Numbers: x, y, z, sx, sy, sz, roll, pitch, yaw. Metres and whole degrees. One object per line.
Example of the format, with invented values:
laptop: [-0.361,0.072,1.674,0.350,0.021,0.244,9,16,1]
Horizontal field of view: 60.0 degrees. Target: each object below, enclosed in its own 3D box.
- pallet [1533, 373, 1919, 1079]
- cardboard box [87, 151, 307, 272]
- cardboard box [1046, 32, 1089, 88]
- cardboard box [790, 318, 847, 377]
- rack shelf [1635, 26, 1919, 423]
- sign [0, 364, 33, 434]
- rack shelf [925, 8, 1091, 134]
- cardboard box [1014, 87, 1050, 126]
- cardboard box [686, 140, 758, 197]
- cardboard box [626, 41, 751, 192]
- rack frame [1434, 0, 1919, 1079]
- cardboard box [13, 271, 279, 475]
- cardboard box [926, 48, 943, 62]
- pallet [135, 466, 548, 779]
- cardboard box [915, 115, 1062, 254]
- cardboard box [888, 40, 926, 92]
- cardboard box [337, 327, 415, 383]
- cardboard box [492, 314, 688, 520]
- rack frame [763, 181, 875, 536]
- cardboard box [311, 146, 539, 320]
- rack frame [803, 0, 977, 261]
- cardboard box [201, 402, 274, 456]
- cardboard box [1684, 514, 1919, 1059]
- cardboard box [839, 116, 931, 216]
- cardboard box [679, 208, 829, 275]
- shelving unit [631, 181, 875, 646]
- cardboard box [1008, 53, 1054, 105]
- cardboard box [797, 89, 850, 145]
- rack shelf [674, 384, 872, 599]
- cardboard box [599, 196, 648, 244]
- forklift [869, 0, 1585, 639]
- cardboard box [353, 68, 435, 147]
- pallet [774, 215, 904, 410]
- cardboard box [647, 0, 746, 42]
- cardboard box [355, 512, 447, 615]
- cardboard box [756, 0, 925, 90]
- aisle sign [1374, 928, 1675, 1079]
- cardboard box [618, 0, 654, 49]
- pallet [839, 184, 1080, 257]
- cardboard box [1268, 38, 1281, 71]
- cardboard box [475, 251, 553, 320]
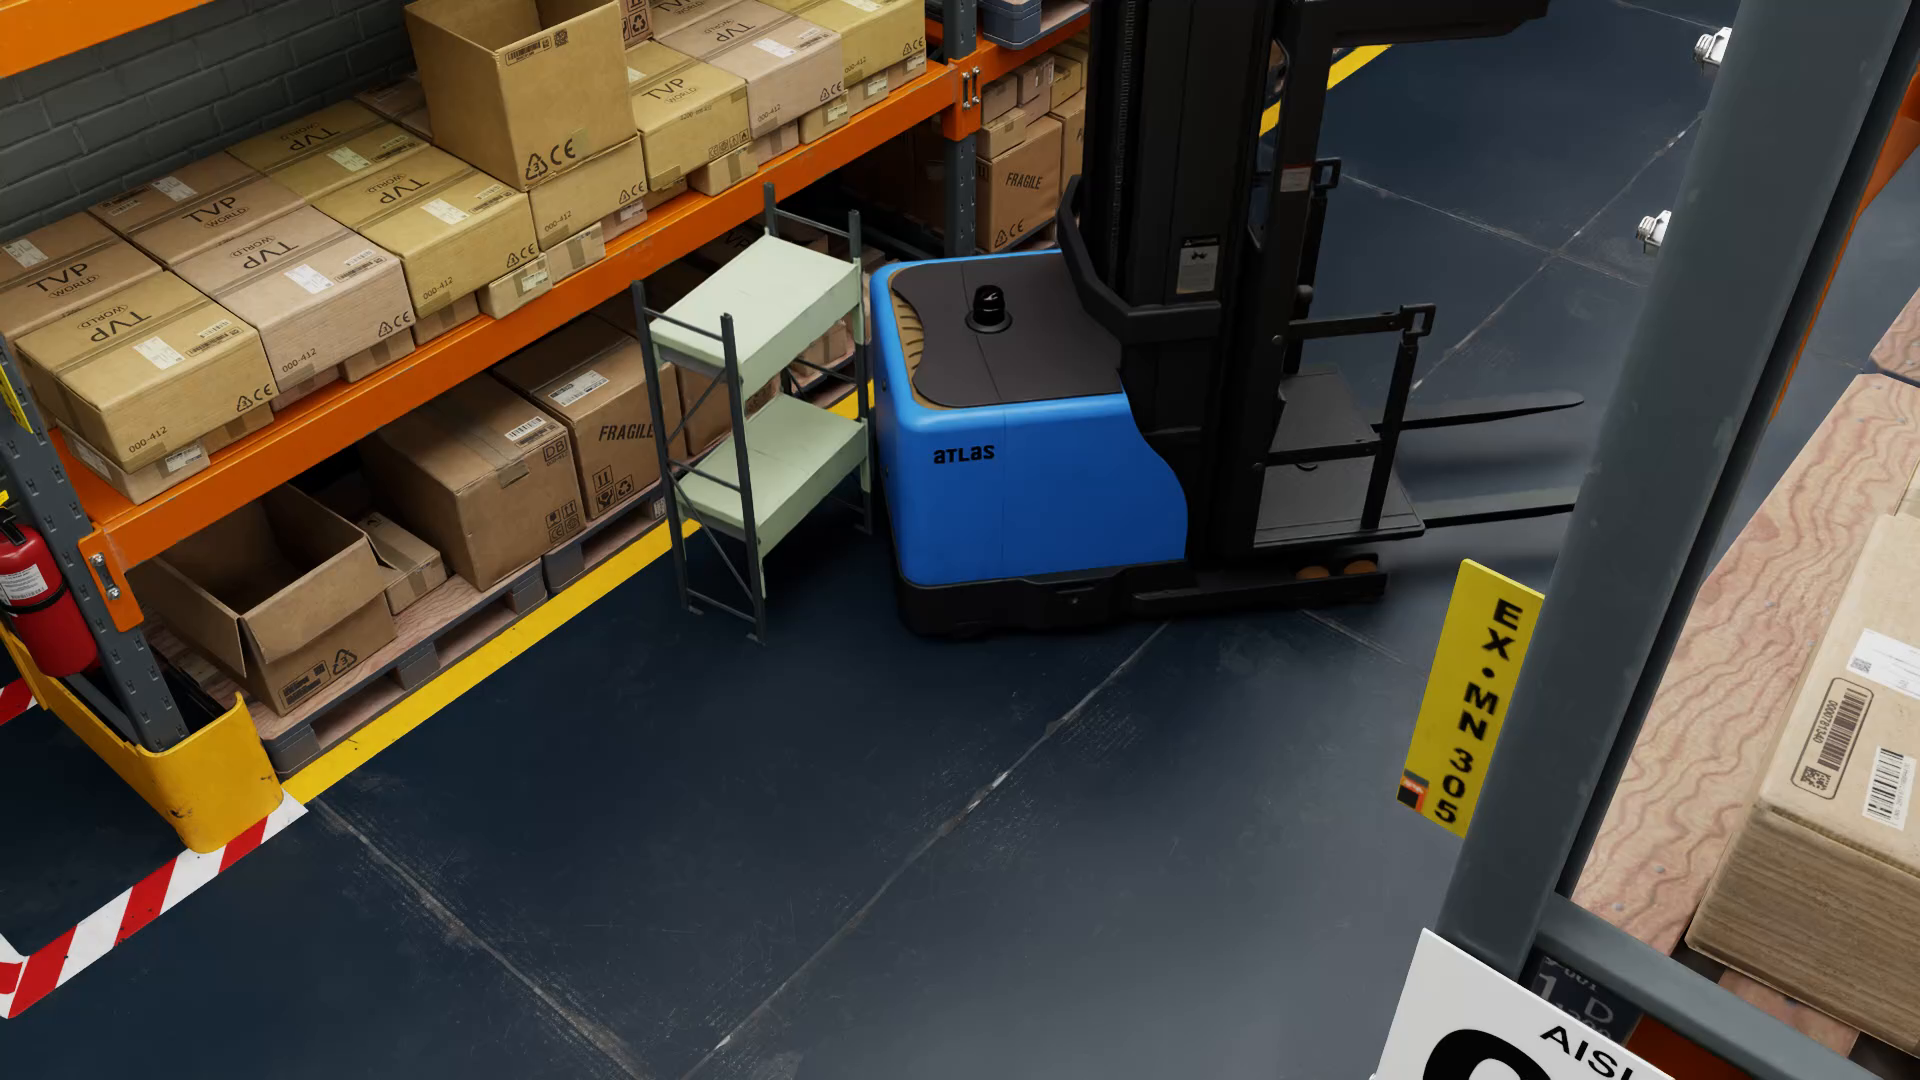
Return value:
pallet: [1.347,0.344,1.978,1.003,0.211,1.213,29,50,28]
cardboard box: [-2.498,-1.010,5.522,0.500,0.250,0.500,30,50,29]
cardboard box: [0.527,-2.399,8.223,0.380,0.149,0.250,29,50,28]
cardboard box: [-0.713,-0.945,7.279,0.396,0.266,0.258,31,51,30]
rack shelf: [2.165,-1.027,2.023,1.077,0.370,4.000,29,50,28]
sign: [-2.508,-0.425,4.344,0.100,0.325,0.005,29,50,28]
rack shelf: [0.938,-3.162,8.533,1.077,0.370,4.000,29,50,28]
cardboard box: [0.204,-2.115,7.910,0.380,0.149,0.250,28,49,27]
cardboard box: [-0.993,-1.478,6.332,0.380,0.149,0.250,29,50,28]
cardboard box: [-1.133,-1.570,6.137,0.500,0.250,0.500,29,50,28]
rack frame: [0.878,-0.412,0.514,1.000,3.000,0.127,29,50,28]
cardboard box: [-2.425,-0.511,4.972,0.500,0.250,0.500,30,50,29]
cardboard box: [-0.168,-2.322,8.137,0.380,0.149,0.250,30,50,28]
pallet: [-2.362,0.243,6.327,1.003,0.211,1.213,29,50,28]
cardboard box: [0.134,-1.781,8.025,0.500,0.500,0.500,32,51,30]
cardboard box: [-0.361,-2.032,6.942,0.380,0.149,0.250,30,50,29]
cardboard box: [-2.022,-0.702,5.479,0.380,0.149,0.250,31,51,30]
cardboard box: [-1.461,-0.496,6.612,0.500,0.500,0.500,30,50,29]
rack frame: [-0.525,-0.648,6.348,0.400,1.500,0.023,22,47,23]
cardboard box: [-1.777,-1.033,5.547,0.500,0.250,0.500,29,49,28]
rack frame: [-0.349,-2.399,7.159,1.000,3.000,0.127,29,50,28]
cardboard box: [-2.374,-0.448,5.199,0.380,0.149,0.250,31,51,29]
cardboard box: [1.099,0.291,1.696,0.500,0.250,0.500,25,48,25]
cardboard box: [-0.260,-2.010,8.277,0.500,0.500,0.500,29,50,28]
cardboard box: [-0.955,-1.322,7.660,0.500,0.311,0.500,31,51,30]
shelving unit: [-0.714,-0.437,6.116,0.431,1.500,0.755,22,47,23]
cardboard box: [0.216,-2.203,7.786,0.380,0.149,0.250,27,49,27]
cardboard box: [-0.661,-1.745,6.626,0.380,0.149,0.250,31,51,29]
rack shelf: [-0.714,-0.196,6.336,0.431,0.370,0.720,22,47,23]
cardboard box: [-1.368,-1.246,6.077,0.380,0.149,0.250,29,50,28]
forklift: [1.206,-1.171,5.859,3.031,2.935,1.130,-6,43,-7]
cardboard box: [-1.839,-1.533,6.096,0.500,0.250,0.500,29,50,28]
pallet: [-0.792,-1.014,7.708,1.003,0.211,1.213,29,50,28]
cardboard box: [-1.192,-2.054,6.670,0.500,0.250,0.500,29,50,28]
cardboard box: [-2.154,0.084,6.234,0.380,0.149,0.250,28,49,27]
cardboard box: [-0.490,-2.086,6.704,0.500,0.250,0.500,31,51,29]
aisle sign: [0.594,0.749,1.764,0.394,0.787,0.004,29,50,28]
cardboard box: [-1.511,-2.079,6.140,0.500,0.500,0.500,28,49,27]
pallet: [0.145,-1.802,8.575,1.003,0.211,1.213,29,50,28]
cardboard box: [1.452,-2.854,9.205,0.500,0.500,0.500,32,51,30]
cardboard box: [-1.635,-0.939,5.739,0.380,0.149,0.250,28,49,27]
